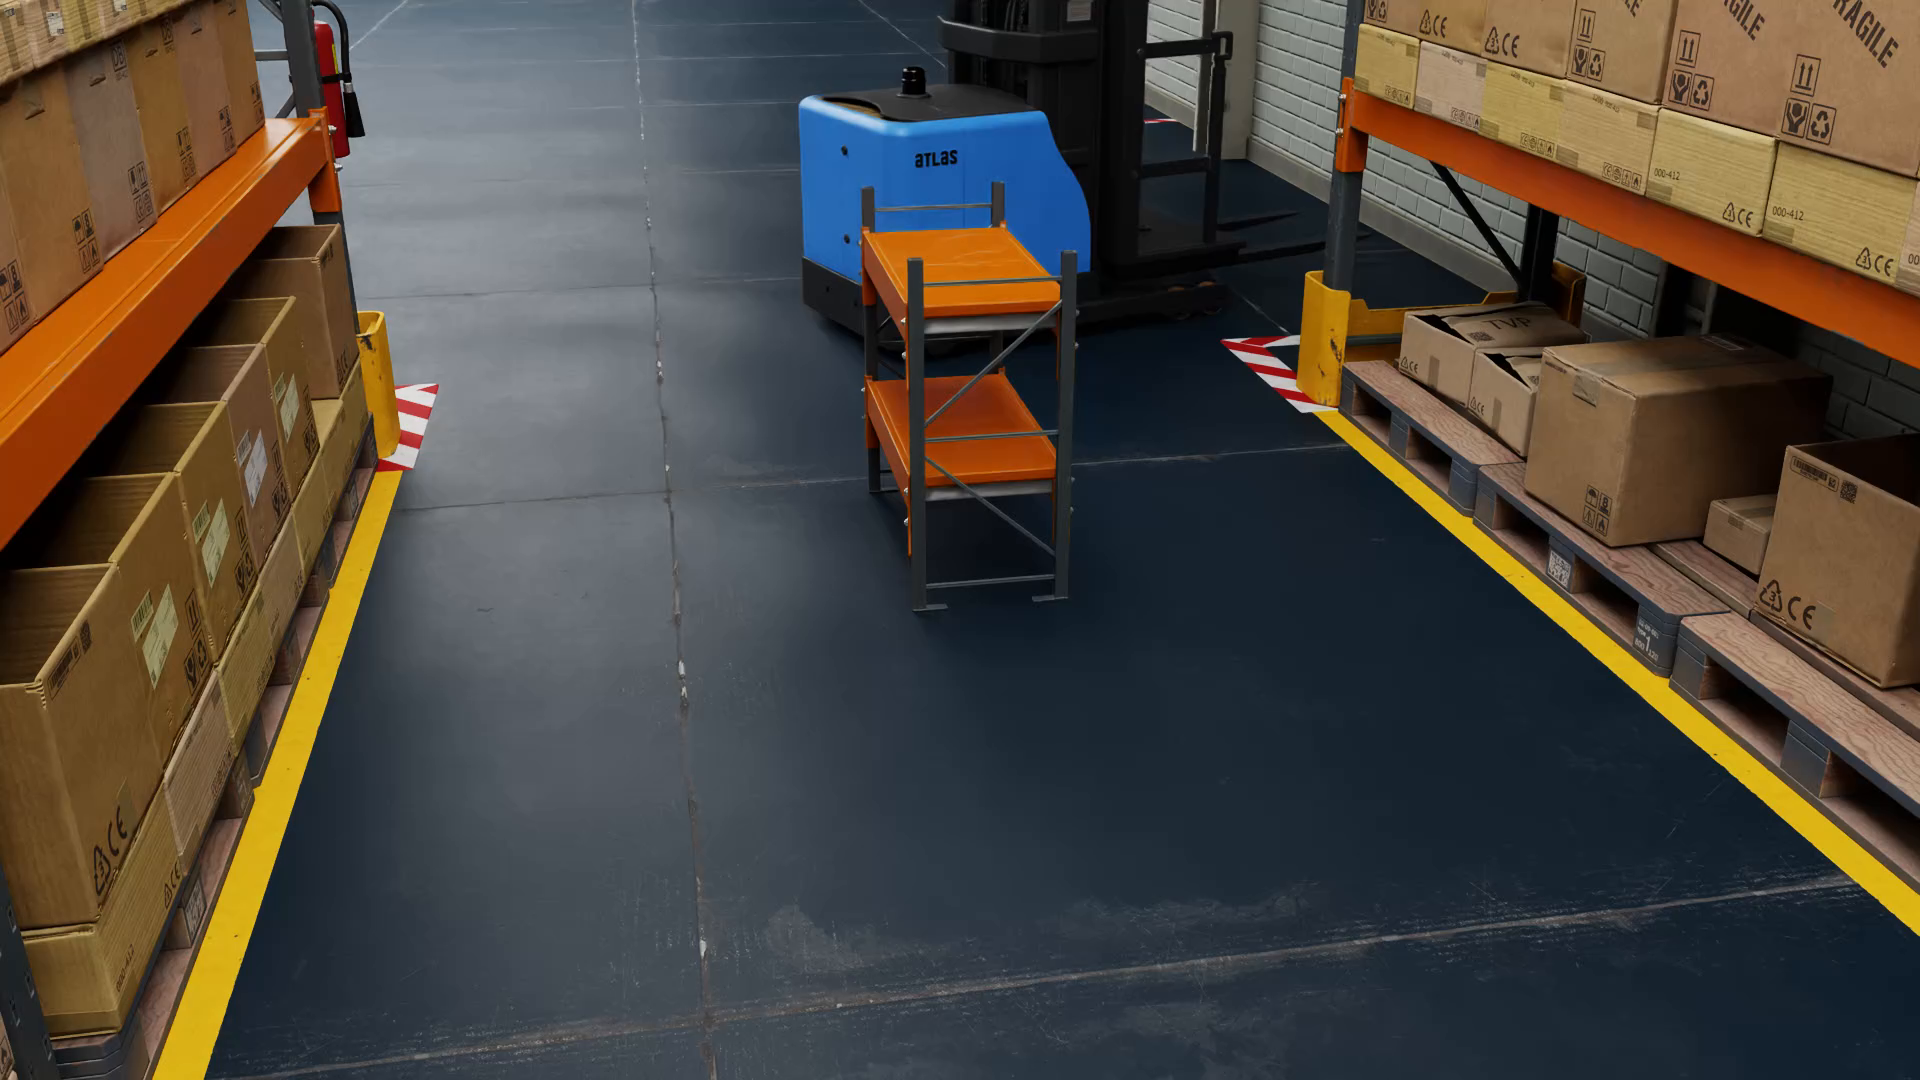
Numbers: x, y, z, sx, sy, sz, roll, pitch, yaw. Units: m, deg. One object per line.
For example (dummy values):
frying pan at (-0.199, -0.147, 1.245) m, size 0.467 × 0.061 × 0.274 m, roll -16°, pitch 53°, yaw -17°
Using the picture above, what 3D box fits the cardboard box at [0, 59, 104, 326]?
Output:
cardboard box at (-2.353, -0.757, 3.611) m, size 0.700 × 0.500 × 0.500 m, roll -4°, pitch 24°, yaw -9°

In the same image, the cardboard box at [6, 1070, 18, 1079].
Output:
cardboard box at (-1.710, 1.076, 2.448) m, size 0.500 × 0.250 × 0.500 m, roll -5°, pitch 24°, yaw -10°

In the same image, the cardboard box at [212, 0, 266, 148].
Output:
cardboard box at (-2.738, -1.567, 5.466) m, size 0.700 × 0.500 × 0.500 m, roll -4°, pitch 24°, yaw -10°

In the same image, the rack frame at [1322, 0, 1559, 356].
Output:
rack frame at (2.056, -2.074, 6.752) m, size 1.000 × 3.000 × 0.127 m, roll -4°, pitch 24°, yaw -10°

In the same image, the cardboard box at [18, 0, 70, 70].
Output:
cardboard box at (-2.173, -1.103, 3.591) m, size 0.380 × 0.149 × 0.250 m, roll -5°, pitch 24°, yaw -11°

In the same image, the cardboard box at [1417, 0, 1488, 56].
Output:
cardboard box at (1.931, -1.953, 5.700) m, size 0.500 × 0.500 × 0.500 m, roll -4°, pitch 24°, yaw -10°

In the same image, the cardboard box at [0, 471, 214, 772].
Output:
cardboard box at (-1.950, 0.189, 3.542) m, size 0.500 × 0.500 × 0.500 m, roll -4°, pitch 24°, yaw -10°

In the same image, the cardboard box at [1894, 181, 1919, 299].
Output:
cardboard box at (2.410, -0.605, 3.550) m, size 0.500 × 0.250 × 0.500 m, roll -4°, pitch 24°, yaw -10°

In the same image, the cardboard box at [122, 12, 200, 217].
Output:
cardboard box at (-2.550, -1.165, 4.546) m, size 0.700 × 0.500 × 0.500 m, roll -4°, pitch 24°, yaw -9°

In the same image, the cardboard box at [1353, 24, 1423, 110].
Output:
cardboard box at (1.834, -1.799, 6.284) m, size 0.500 × 0.250 × 0.500 m, roll -5°, pitch 24°, yaw -11°

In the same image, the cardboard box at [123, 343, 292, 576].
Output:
cardboard box at (-2.129, -0.204, 4.444) m, size 0.500 × 0.500 × 0.500 m, roll -4°, pitch 24°, yaw -10°

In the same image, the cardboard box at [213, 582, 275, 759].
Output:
cardboard box at (-2.034, 0.336, 4.144) m, size 0.500 × 0.250 × 0.500 m, roll -4°, pitch 24°, yaw -10°

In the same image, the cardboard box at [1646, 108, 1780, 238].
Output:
cardboard box at (2.218, -0.999, 4.451) m, size 0.500 × 0.250 × 0.500 m, roll -4°, pitch 24°, yaw -10°

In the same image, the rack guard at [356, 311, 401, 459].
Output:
rack guard at (-2.816, -0.570, 6.431) m, size 1.175 × 0.500 × 0.348 m, roll -4°, pitch 24°, yaw -10°

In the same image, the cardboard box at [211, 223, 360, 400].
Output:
cardboard box at (-2.420, -0.793, 5.792) m, size 0.500 × 0.500 × 0.500 m, roll -4°, pitch 24°, yaw -10°

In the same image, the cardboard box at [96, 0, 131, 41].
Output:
cardboard box at (-2.265, -1.303, 4.051) m, size 0.380 × 0.149 × 0.250 m, roll -5°, pitch 24°, yaw -10°

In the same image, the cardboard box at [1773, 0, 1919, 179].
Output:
cardboard box at (2.306, -1.144, 3.847) m, size 0.500 × 0.500 × 0.500 m, roll -4°, pitch 24°, yaw -10°

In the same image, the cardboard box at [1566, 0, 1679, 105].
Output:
cardboard box at (2.127, -1.547, 4.771) m, size 0.500 × 0.500 × 0.500 m, roll -4°, pitch 24°, yaw -8°

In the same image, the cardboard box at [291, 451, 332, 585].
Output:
cardboard box at (-2.224, -0.057, 5.044) m, size 0.500 × 0.250 × 0.500 m, roll -4°, pitch 24°, yaw -10°

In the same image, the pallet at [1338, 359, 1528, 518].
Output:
pallet at (2.186, -0.444, 6.504) m, size 1.003 × 0.211 × 1.213 m, roll -4°, pitch 24°, yaw -10°

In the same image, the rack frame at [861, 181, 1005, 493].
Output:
rack frame at (-0.093, -0.713, 5.977) m, size 0.500 × 1.125 × 0.032 m, roll -4°, pitch 24°, yaw -10°

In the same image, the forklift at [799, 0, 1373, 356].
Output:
forklift at (0.754, -2.601, 8.042) m, size 3.031 × 2.935 × 1.130 m, roll -13°, pitch 27°, yaw -27°

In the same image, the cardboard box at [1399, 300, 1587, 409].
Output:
cardboard box at (2.096, -0.765, 6.563) m, size 0.500 × 0.311 × 0.500 m, roll -7°, pitch 25°, yaw -16°

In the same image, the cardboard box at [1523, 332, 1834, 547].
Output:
cardboard box at (2.287, -0.335, 5.343) m, size 0.700 × 0.500 × 0.500 m, roll -6°, pitch 24°, yaw -13°

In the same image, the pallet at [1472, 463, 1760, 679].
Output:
pallet at (2.408, 0.035, 5.407) m, size 1.003 × 0.211 × 1.213 m, roll -4°, pitch 24°, yaw -10°

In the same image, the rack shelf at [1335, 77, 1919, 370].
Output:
rack shelf at (2.426, -0.958, 5.094) m, size 1.077 × 0.370 × 4.000 m, roll -4°, pitch 24°, yaw -10°

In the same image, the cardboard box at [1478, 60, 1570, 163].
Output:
cardboard box at (2.033, -1.395, 5.359) m, size 0.500 × 0.250 × 0.500 m, roll -5°, pitch 24°, yaw -11°

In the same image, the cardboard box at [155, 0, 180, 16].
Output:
cardboard box at (-2.363, -1.507, 4.518) m, size 0.380 × 0.149 × 0.250 m, roll -4°, pitch 24°, yaw -8°

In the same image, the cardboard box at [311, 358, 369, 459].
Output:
cardboard box at (-2.422, -0.450, 5.942) m, size 0.500 × 0.250 × 0.500 m, roll -4°, pitch 24°, yaw -10°

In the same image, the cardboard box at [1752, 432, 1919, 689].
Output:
cardboard box at (2.564, 0.038, 4.489) m, size 0.500 × 0.500 × 0.500 m, roll -6°, pitch 24°, yaw -14°

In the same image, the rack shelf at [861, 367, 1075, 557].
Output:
rack shelf at (0.001, -0.289, 5.617) m, size 0.538 × 0.278 × 1.000 m, roll -4°, pitch 24°, yaw -10°

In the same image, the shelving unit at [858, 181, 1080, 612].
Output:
shelving unit at (0.001, -0.513, 5.519) m, size 0.538 × 1.125 × 1.048 m, roll -4°, pitch 24°, yaw -10°

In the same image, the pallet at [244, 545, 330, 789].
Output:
pallet at (-2.407, 0.348, 4.689) m, size 1.003 × 0.211 × 1.213 m, roll -4°, pitch 24°, yaw -10°

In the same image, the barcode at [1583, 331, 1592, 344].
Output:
barcode at (2.492, -0.792, 6.613) m, size 0.001 × 0.075 × 0.075 m, roll -4°, pitch 24°, yaw -10°

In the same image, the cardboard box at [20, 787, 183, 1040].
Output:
cardboard box at (-1.860, 0.730, 3.242) m, size 0.500 × 0.250 × 0.500 m, roll -4°, pitch 24°, yaw -10°

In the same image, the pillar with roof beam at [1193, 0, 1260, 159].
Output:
pillar with roof beam at (-2.305, -6.654, 9.741) m, size 9.100 × 9.000 × 0.400 m, roll -4°, pitch 24°, yaw -10°
